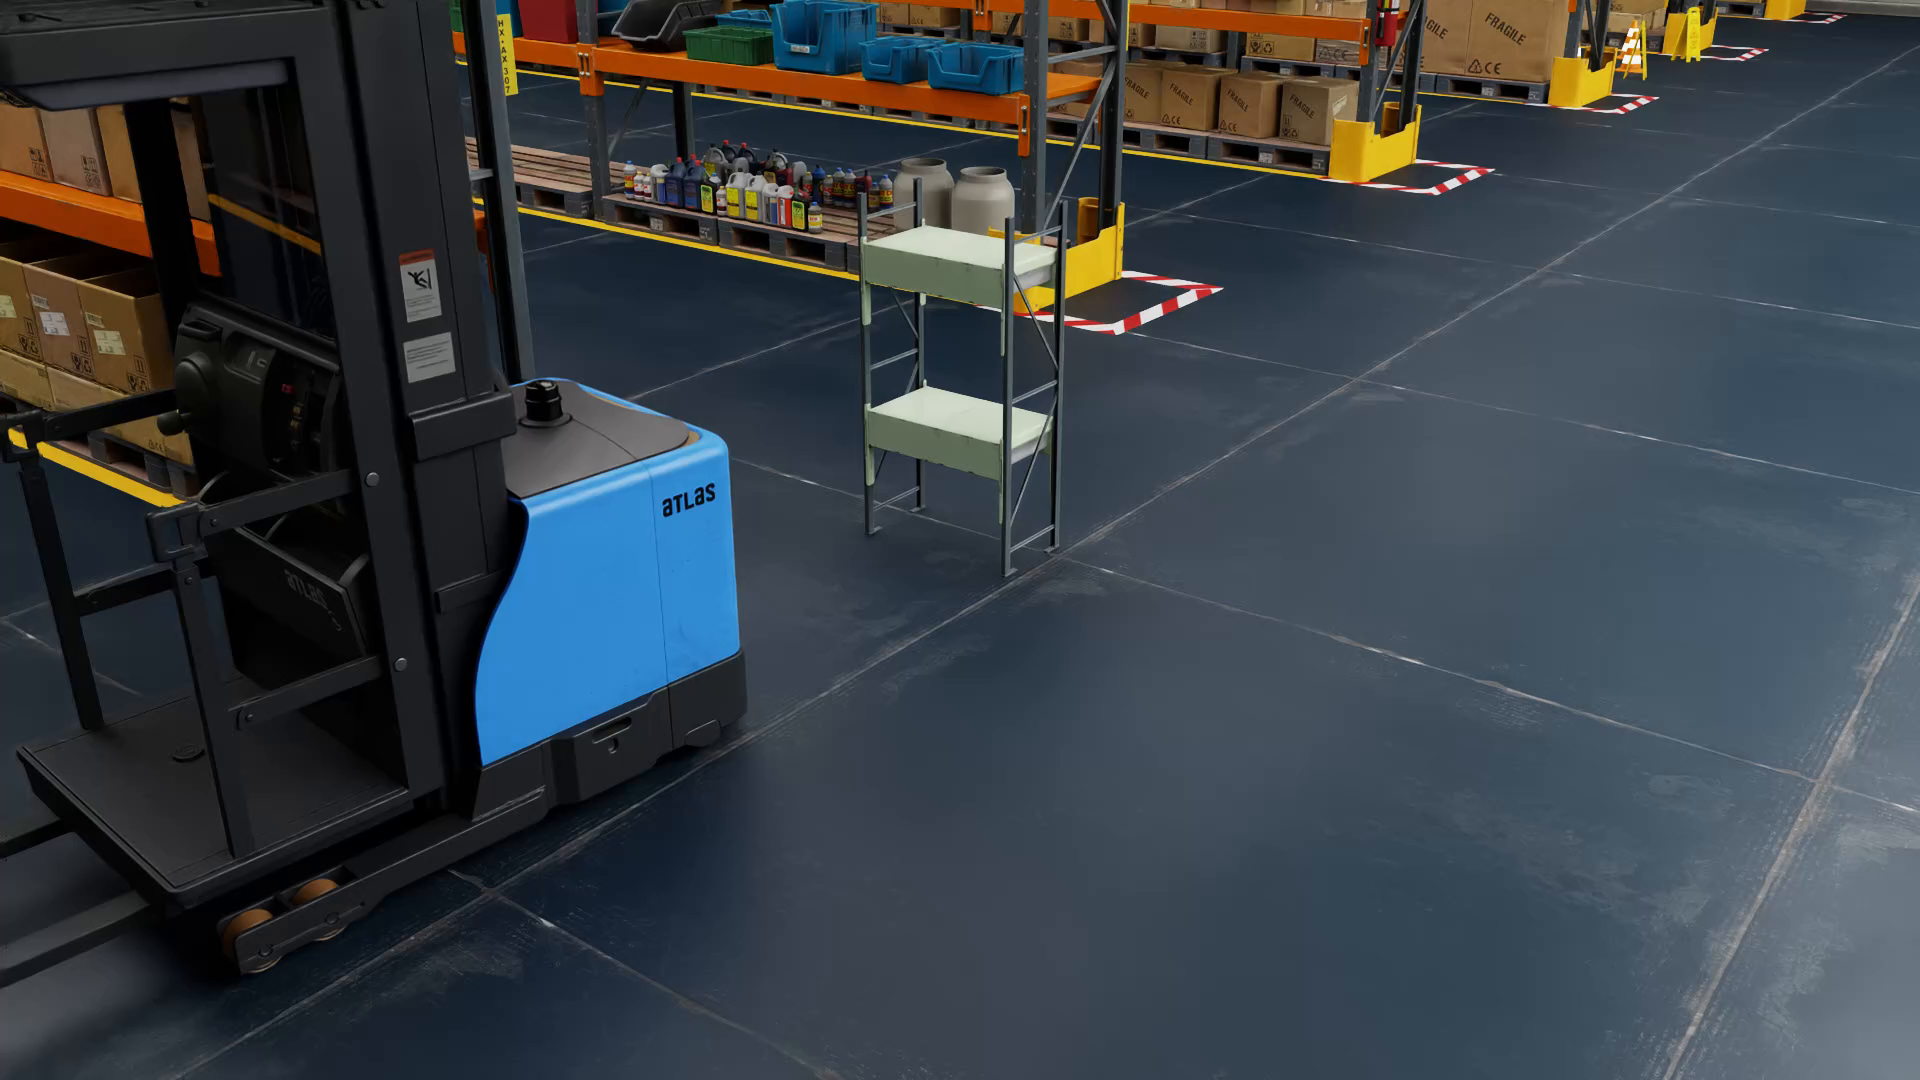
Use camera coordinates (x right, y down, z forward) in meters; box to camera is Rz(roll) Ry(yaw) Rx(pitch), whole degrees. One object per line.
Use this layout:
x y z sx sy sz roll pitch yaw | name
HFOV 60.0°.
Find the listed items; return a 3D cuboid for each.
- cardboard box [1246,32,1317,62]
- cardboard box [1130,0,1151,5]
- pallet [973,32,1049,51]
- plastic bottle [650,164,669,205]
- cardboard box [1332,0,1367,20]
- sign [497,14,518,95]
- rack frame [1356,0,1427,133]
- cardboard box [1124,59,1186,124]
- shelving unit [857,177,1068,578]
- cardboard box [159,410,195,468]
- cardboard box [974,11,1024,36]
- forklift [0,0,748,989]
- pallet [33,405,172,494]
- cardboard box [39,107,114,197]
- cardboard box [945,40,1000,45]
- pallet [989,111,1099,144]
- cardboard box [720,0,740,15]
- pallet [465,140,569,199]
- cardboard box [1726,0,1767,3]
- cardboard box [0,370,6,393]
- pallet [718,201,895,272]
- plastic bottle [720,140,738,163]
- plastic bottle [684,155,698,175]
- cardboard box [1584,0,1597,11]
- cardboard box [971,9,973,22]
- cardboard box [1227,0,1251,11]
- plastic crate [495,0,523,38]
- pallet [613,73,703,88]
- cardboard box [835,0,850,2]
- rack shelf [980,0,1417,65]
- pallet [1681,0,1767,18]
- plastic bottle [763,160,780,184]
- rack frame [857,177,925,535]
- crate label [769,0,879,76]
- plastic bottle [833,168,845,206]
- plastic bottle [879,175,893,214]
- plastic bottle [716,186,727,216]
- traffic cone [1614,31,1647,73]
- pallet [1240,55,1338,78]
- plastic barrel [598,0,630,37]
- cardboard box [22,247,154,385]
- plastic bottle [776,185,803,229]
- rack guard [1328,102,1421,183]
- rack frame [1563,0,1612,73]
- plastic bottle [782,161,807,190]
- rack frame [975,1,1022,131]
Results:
4.013 -6.204 19.726 0.875 0.875 0.875 17 29 34 | cardboard box
1.696 -4.961 15.101 0.250 0.149 0.380 17 29 33 | cardboard box
0.937 -6.635 22.048 1.213 0.211 1.003 17 29 33 | pallet
-2.207 -2.652 12.382 0.135 0.276 0.152 18 30 35 | plastic bottle
3.345 -4.503 14.062 0.250 0.149 0.380 17 29 33 | cardboard box
-1.910 -2.031 6.967 0.005 0.325 0.100 17 29 33 | sign
3.697 -4.616 14.006 0.127 3.000 1.000 17 29 33 | rack frame
1.799 -4.261 15.780 0.500 0.500 0.500 14 27 29 | cardboard box
0.005 -0.685 6.944 0.755 1.500 0.431 17 29 33 | shelving unit
-3.261 -0.506 7.568 0.500 0.250 0.500 17 29 33 | cardboard box
0.784 -7.113 21.942 0.750 0.750 1.050 16 29 33 | cardboard box
-2.105 -0.389 4.497 1.130 2.935 3.031 21 31 39 | forklift
-3.856 -0.611 8.376 1.213 0.211 1.003 17 29 33 | pallet
-3.854 -1.957 7.847 0.500 0.500 0.700 18 29 35 | cardboard box
0.018 -4.796 16.970 0.500 0.500 0.700 14 28 29 | cardboard box
1.055 -4.156 16.421 1.213 0.211 1.003 17 29 33 | pallet
-3.244 -5.944 19.135 0.875 0.875 1.225 15 28 31 | cardboard box
-4.106 -3.181 14.209 1.213 0.211 1.003 17 29 33 | pallet
12.049 -8.361 25.396 0.500 0.250 0.500 17 29 34 | cardboard box
-4.862 -0.989 8.665 0.500 0.250 0.500 17 29 33 | cardboard box
-0.982 -2.239 12.069 1.213 0.211 1.003 17 29 33 | pallet
-1.786 -2.912 12.878 0.185 0.351 0.144 16 28 32 | plastic bottle
-1.991 -2.692 12.379 0.185 0.351 0.144 17 29 33 | plastic bottle
8.423 -7.325 22.114 0.500 0.500 0.500 18 30 35 | cardboard box
-0.062 -7.428 22.968 0.500 0.500 0.500 15 28 31 | cardboard box
2.548 -4.747 14.616 0.250 0.149 0.380 17 29 33 | cardboard box
-3.544 -4.144 12.956 0.575 0.384 0.392 17 29 33 | plastic crate
-3.290 -5.489 19.447 1.213 0.211 1.003 17 29 33 | pallet
-1.566 -7.628 23.422 0.500 0.500 0.500 17 29 34 | cardboard box
2.097 -4.770 15.249 4.000 0.370 1.077 17 29 33 | rack shelf
11.977 -8.311 25.851 1.213 0.211 1.003 17 29 33 | pallet
-1.415 -2.717 12.520 0.133 0.283 0.061 17 29 33 | plastic bottle
-0.288 -0.773 7.145 0.023 1.500 0.400 17 29 33 | rack frame
-0.909 -3.392 11.184 0.616 0.435 0.502 17 29 33 | crate label
-0.892 -2.617 12.307 0.097 0.271 0.097 0 24 0 | plastic bottle
-0.538 -2.510 12.064 0.097 0.271 0.097 0 24 0 | plastic bottle
-1.714 -2.455 12.027 0.097 0.201 0.097 0 24 0 | plastic bottle
8.129 -5.900 20.067 0.334 0.463 0.336 17 29 33 | traffic cone
4.113 -5.674 19.866 1.213 0.211 1.003 17 29 33 | pallet
-2.602 -4.406 12.908 0.708 0.901 0.600 17 29 33 | plastic barrel
-4.063 -1.090 7.963 0.500 0.500 0.500 17 29 33 | cardboard box
-1.191 -2.345 11.685 0.135 0.276 0.152 17 29 34 | plastic bottle
3.636 -3.491 14.552 0.348 0.500 1.175 17 29 33 | rack guard
6.753 -6.192 17.583 0.127 3.000 1.000 17 29 33 | rack frame
-1.247 -2.712 12.518 0.135 0.276 0.152 17 29 34 | plastic bottle
0.496 -5.583 16.202 0.127 3.000 1.000 17 29 33 | rack frame
